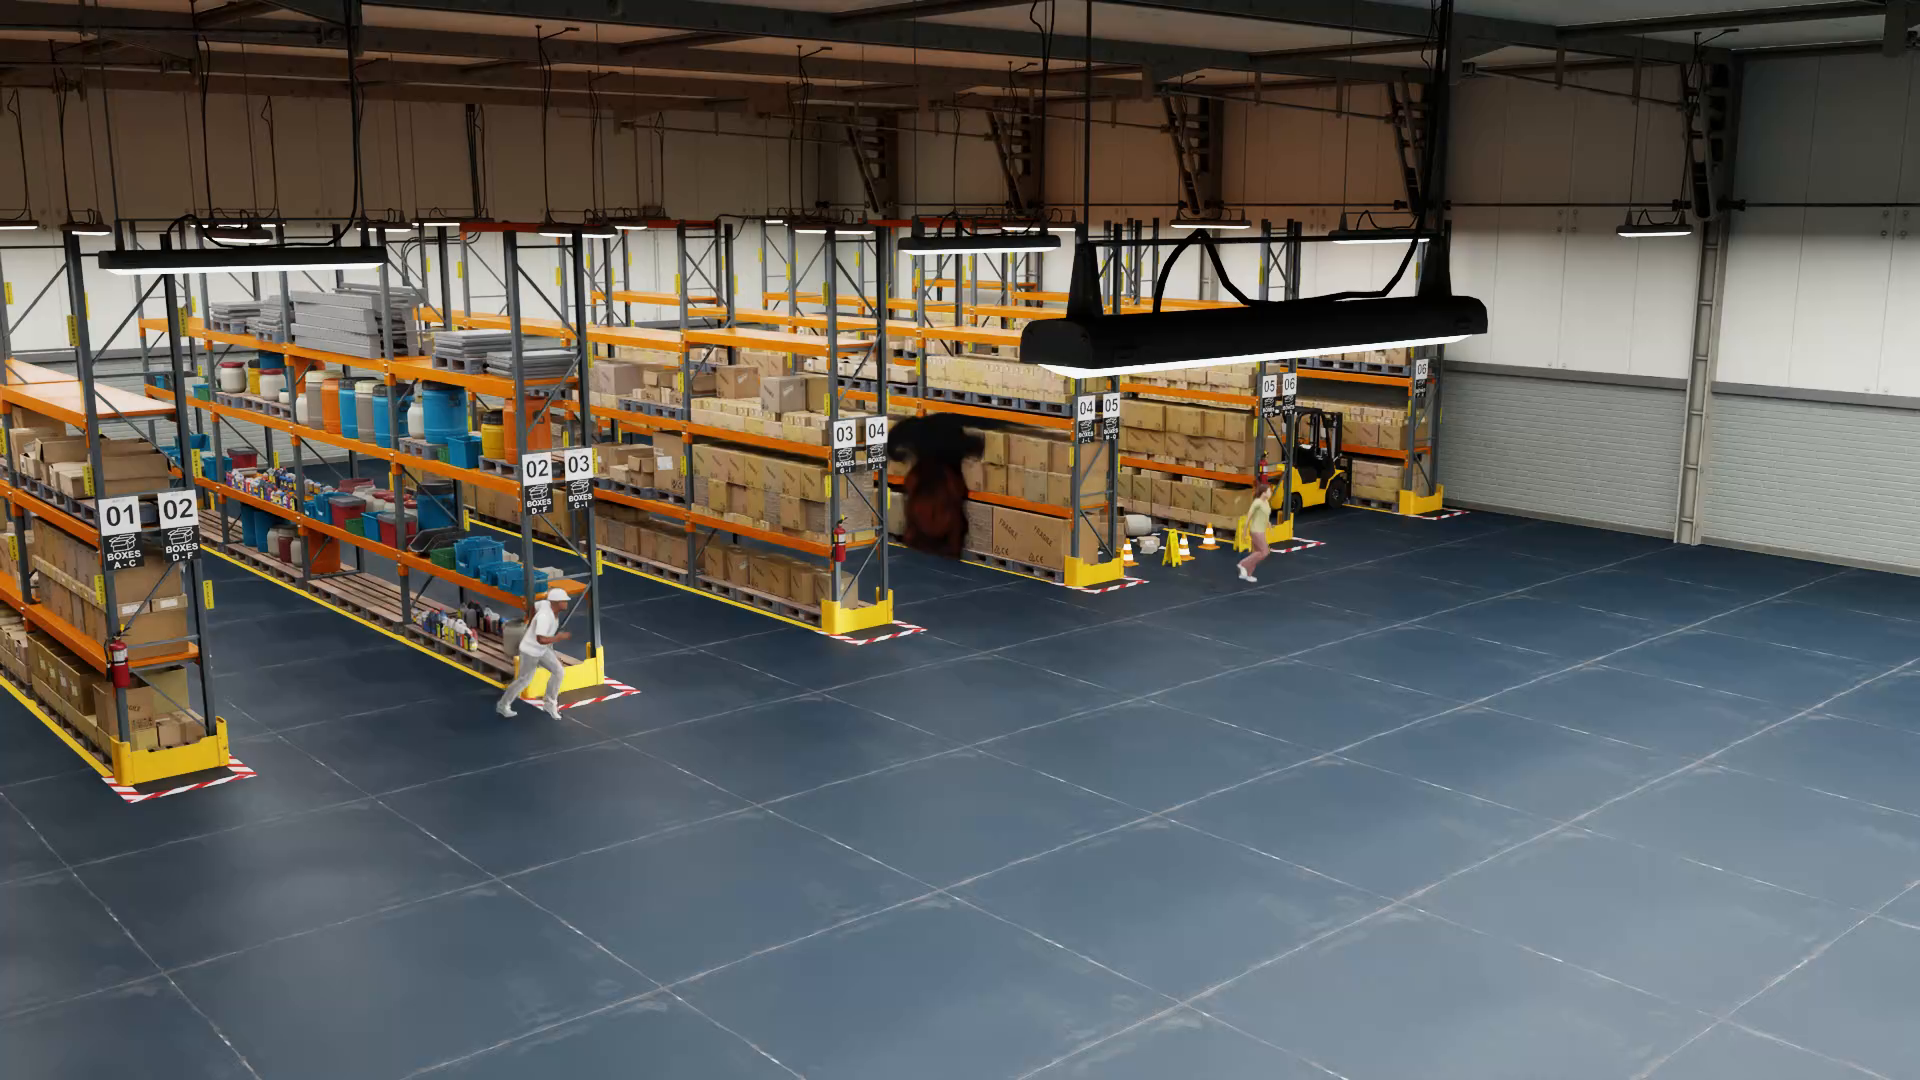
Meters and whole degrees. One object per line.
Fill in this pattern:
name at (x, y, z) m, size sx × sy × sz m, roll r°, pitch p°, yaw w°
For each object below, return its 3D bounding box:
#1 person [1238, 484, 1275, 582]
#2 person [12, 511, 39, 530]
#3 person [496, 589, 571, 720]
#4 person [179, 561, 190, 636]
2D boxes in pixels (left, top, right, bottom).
person at (4.925, -0.127, 27.653) m, size 0.526 × 1.647 × 0.577 m, roll 5°, pitch 13°, yaw 24°
person at (-17.231, -0.636, 30.581) m, size 0.876 × 1.843 × 0.621 m, roll 9°, pitch 15°, yaw 39°
person at (-5.289, 1.437, 20.654) m, size 0.991 × 1.711 × 0.729 m, roll 0°, pitch 11°, yaw 0°
person at (-11.839, 0.629, 24.827) m, size 0.983 × 1.625 × 0.647 m, roll 6°, pitch 13°, yaw 29°
